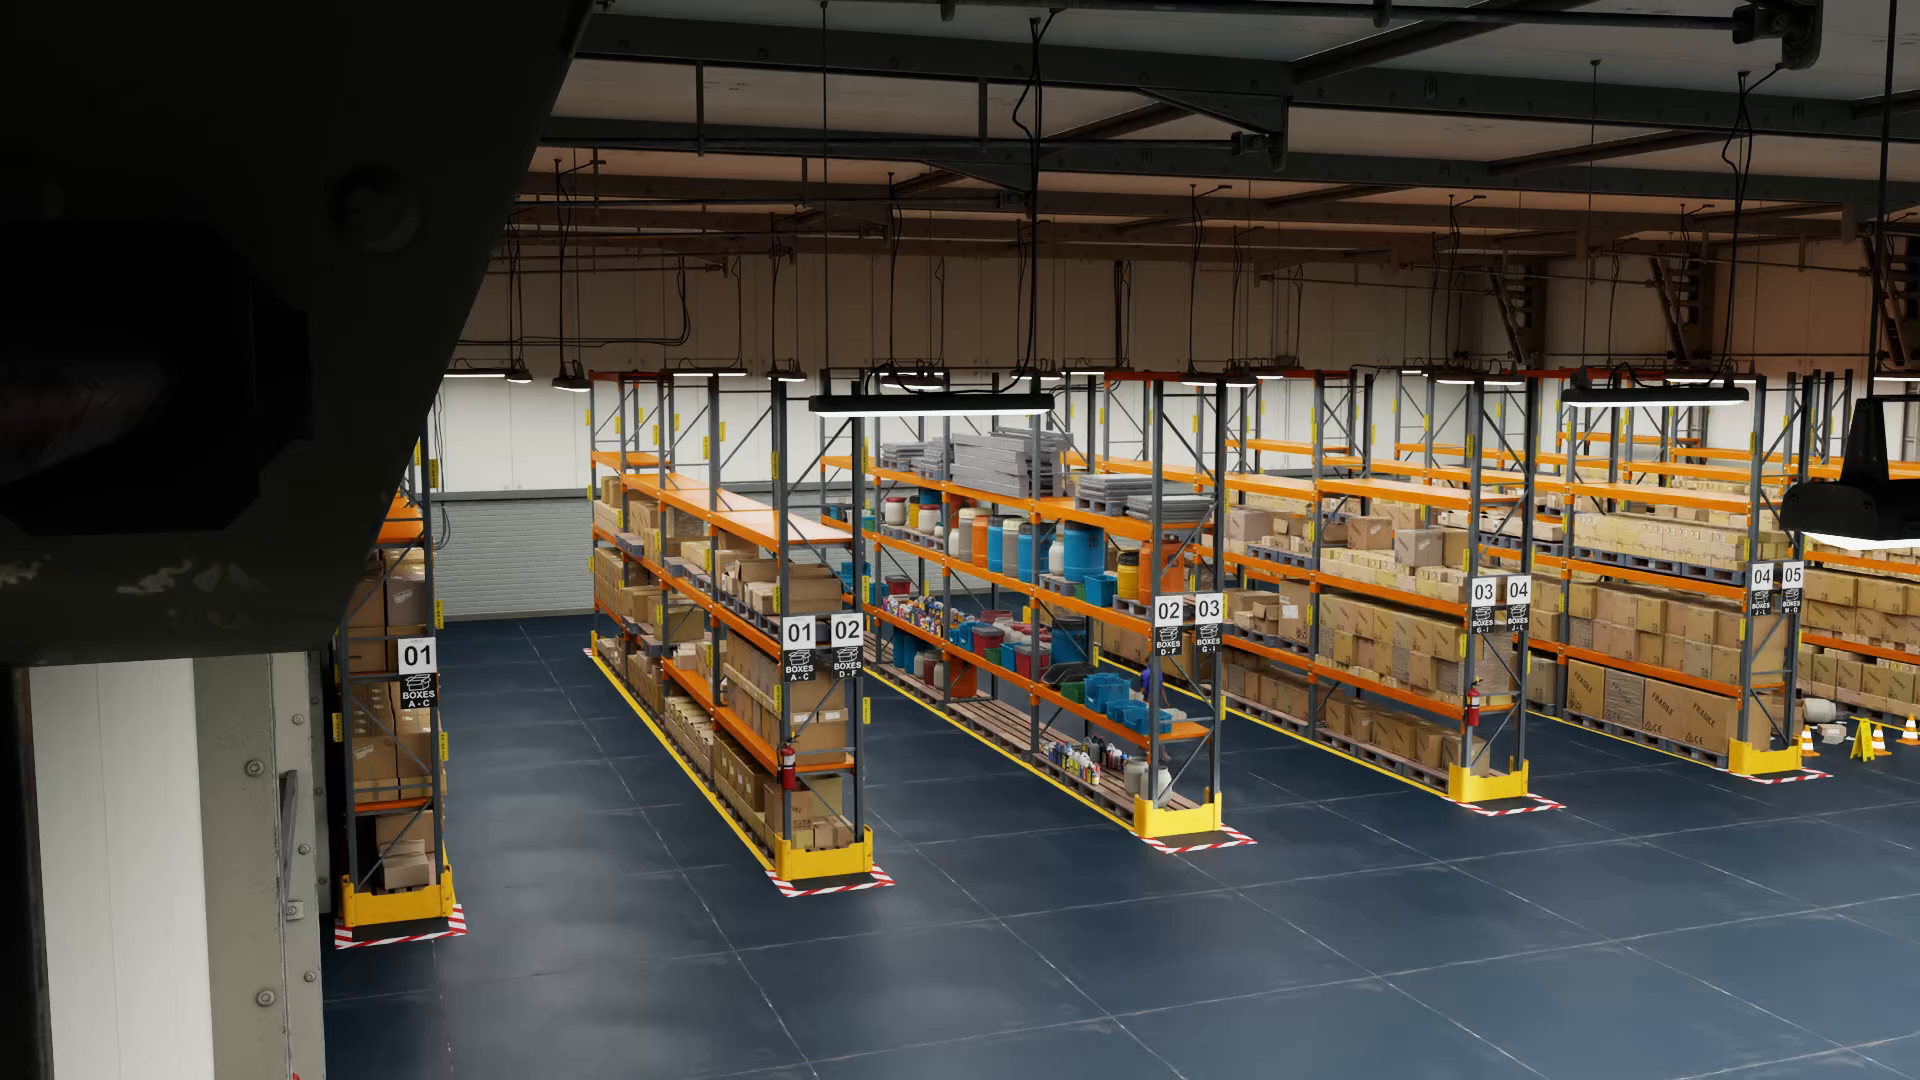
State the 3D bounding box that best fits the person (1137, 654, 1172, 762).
[{"bbox_3d":[3.100,2.596,26.186,0.741,1.635,0.486,4,8,33],"label":"person"}]
